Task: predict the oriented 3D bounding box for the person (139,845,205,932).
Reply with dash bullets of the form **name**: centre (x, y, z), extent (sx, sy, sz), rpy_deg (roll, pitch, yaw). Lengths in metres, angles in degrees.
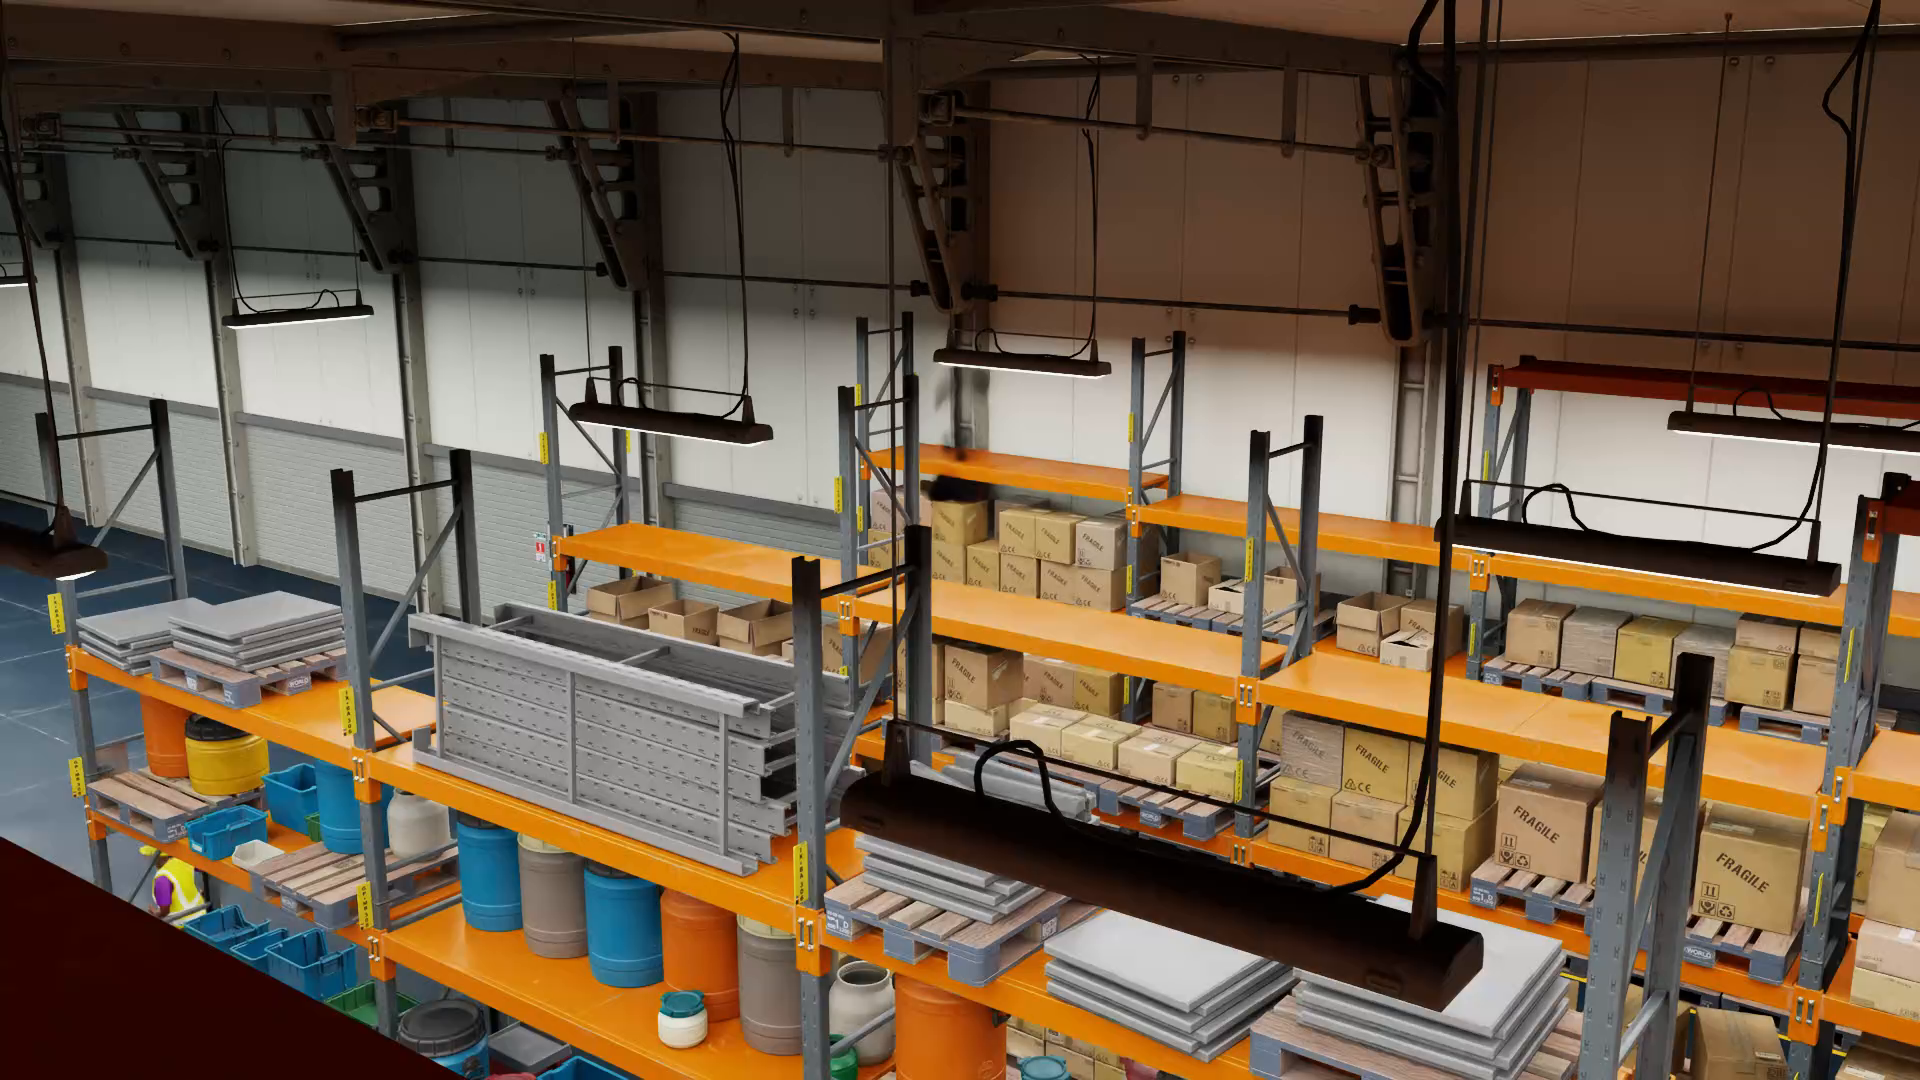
- **person**: centre (-7.433, 3.596, 15.872), extent (0.593, 1.640, 0.682), rpy_deg (-2, 13, -7)
